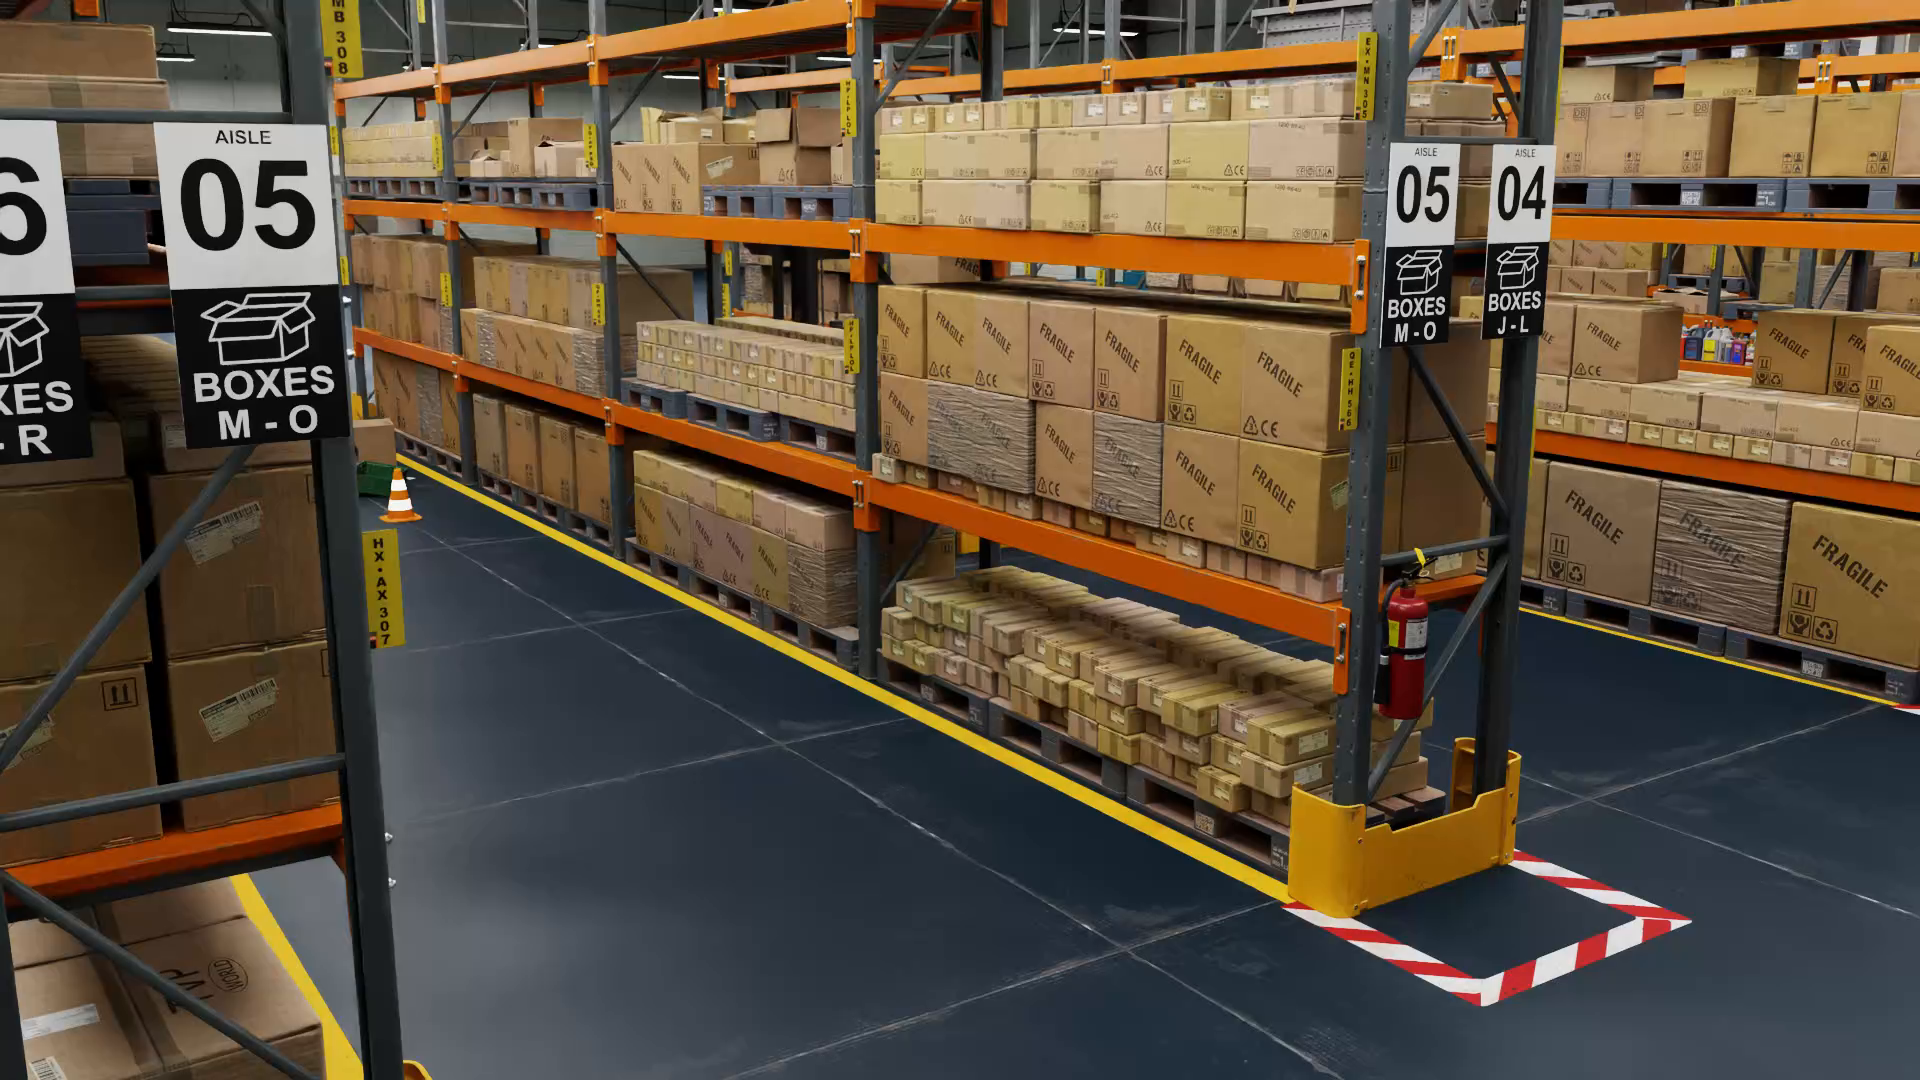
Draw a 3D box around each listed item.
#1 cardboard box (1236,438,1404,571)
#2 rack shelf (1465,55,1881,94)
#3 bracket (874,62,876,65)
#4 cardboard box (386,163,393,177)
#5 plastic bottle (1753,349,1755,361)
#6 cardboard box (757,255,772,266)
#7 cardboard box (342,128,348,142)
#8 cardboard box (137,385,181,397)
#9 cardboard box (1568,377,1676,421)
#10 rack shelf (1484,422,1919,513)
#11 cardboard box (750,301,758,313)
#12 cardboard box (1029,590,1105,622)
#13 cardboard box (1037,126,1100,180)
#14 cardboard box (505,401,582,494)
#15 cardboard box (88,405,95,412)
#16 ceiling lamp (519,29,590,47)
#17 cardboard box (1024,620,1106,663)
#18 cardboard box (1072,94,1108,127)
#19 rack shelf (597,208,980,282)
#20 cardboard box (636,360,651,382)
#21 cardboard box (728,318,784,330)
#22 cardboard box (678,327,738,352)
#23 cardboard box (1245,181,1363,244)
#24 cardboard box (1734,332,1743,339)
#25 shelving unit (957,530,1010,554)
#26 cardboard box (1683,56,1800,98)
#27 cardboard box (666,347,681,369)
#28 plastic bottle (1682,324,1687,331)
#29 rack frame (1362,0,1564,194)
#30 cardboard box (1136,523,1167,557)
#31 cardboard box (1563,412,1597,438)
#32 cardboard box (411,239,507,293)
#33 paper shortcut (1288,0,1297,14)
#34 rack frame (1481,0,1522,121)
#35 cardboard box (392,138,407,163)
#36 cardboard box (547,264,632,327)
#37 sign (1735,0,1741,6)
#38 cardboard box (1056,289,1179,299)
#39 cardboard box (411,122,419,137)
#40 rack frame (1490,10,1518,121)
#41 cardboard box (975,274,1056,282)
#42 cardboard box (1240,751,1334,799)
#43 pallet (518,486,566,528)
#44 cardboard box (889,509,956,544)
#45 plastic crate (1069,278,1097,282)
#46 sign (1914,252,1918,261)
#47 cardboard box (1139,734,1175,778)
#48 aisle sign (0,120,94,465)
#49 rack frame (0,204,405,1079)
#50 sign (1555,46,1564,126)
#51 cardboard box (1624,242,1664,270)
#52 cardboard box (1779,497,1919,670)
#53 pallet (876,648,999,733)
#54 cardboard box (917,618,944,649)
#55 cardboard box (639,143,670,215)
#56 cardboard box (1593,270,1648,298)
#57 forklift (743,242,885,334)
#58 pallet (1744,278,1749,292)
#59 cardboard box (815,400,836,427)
[{"bbox_3d":[1.568,-0.187,7.266,0.500,0.500,0.500,-8,15,-32],"label":"cardboard box"},{"bbox_3d":[7.015,-4.550,16.724,1.077,0.370,4.000,-8,15,-33],"label":"rack shelf"},{"bbox_3d":[-2.533,-13.937,48.602,0.235,0.232,0.430,-8,15,-33],"label":"bracket"},{"bbox_3d":[-5.932,-3.973,17.856,0.380,0.149,0.250,-8,15,-33],"label":"cardboard box"},{"bbox_3d":[7.636,-1.781,15.777,0.152,0.276,0.135,-8,15,-33],"label":"plastic bottle"},{"bbox_3d":[-2.299,-3.821,21.542,0.500,0.500,0.500,-8,15,-33],"label":"cardboard box"},{"bbox_3d":[-6.914,-4.678,19.216,0.380,0.149,0.250,-8,15,-32],"label":"cardboard box"},{"bbox_3d":[-2.253,-0.388,5.020,0.380,0.149,0.250,-8,14,-31],"label":"cardboard box"},{"bbox_3d":[4.605,-1.001,11.572,0.500,0.250,0.500,-8,14,-31],"label":"cardboard box"},{"bbox_3d":[5.108,-0.517,11.388,1.077,0.370,4.000,-8,15,-33],"label":"rack shelf"},{"bbox_3d":[-2.567,-3.110,22.149,0.380,0.149,0.250,-8,15,-33],"label":"cardboard box"},{"bbox_3d":[0.626,0.414,9.745,0.380,0.149,0.250,-8,14,-31],"label":"cardboard box"},{"bbox_3d":[0.728,-1.905,8.211,0.500,0.250,0.500,-9,15,-35],"label":"cardboard box"},{"bbox_3d":[-3.667,-0.912,15.794,1.050,0.750,0.750,-8,15,-33],"label":"cardboard box"},{"bbox_3d":[-2.560,-0.276,4.511,0.380,0.149,0.250,-8,15,-32],"label":"cardboard box"},{"bbox_3d":[-8.843,-12.449,36.563,2.000,3.185,0.800,-8,15,-33],"label":"ceiling lamp"},{"bbox_3d":[0.574,0.560,9.076,0.380,0.149,0.250,-9,15,-35],"label":"cardboard box"},{"bbox_3d":[0.768,-2.075,8.056,0.380,0.149,0.250,-9,15,-34],"label":"cardboard box"},{"bbox_3d":[-1.293,-2.125,11.718,1.077,0.370,4.000,-8,15,-33],"label":"rack shelf"},{"bbox_3d":[-2.321,-1.345,13.097,0.380,0.149,0.250,-8,15,-34],"label":"cardboard box"},{"bbox_3d":[-1.611,-1.661,13.151,0.380,0.149,0.250,-8,15,-33],"label":"cardboard box"},{"bbox_3d":[-1.877,-1.495,12.391,0.380,0.149,0.250,-9,15,-35],"label":"cardboard box"},{"bbox_3d":[1.559,-1.385,7.004,0.500,0.250,0.500,-8,15,-34],"label":"cardboard box"},{"bbox_3d":[12.688,-3.185,26.724,0.700,0.500,0.500,-8,15,-34],"label":"cardboard box"},{"bbox_3d":[-0.042,-0.746,14.264,0.587,1.500,1.083,-8,15,-33],"label":"shelving unit"},{"bbox_3d":[5.105,-3.008,10.866,0.500,0.250,0.500,-9,15,-35],"label":"cardboard box"},{"bbox_3d":[-1.998,-1.389,12.602,0.380,0.149,0.250,-9,15,-35],"label":"cardboard box"},{"bbox_3d":[7.501,-2.105,17.266,0.097,0.271,0.097,0,12,0],"label":"plastic bottle"},{"bbox_3d":[2.031,-2.874,6.441,1.000,3.000,0.127,-8,15,-33],"label":"rack frame"},{"bbox_3d":[1.075,-0.030,8.065,0.380,0.149,0.250,-9,15,-35],"label":"cardboard box"},{"bbox_3d":[4.468,-0.824,11.695,0.380,0.149,0.250,-8,15,-34],"label":"cardboard box"},{"bbox_3d":[-5.379,-2.945,17.926,0.875,0.550,0.550,-8,15,-33],"label":"cardboard box"},{"bbox_3d":[2.953,-4.761,14.745,0.009,0.170,0.078,-20,52,-29],"label":"paper shortcut"},{"bbox_3d":[7.817,-6.749,24.162,1.000,3.000,0.127,-8,15,-33],"label":"rack frame"},{"bbox_3d":[-5.659,-4.105,17.530,0.500,0.250,0.500,-8,15,-33],"label":"cardboard box"},{"bbox_3d":[-3.209,-2.165,14.668,0.700,0.500,0.500,-8,15,-34],"label":"cardboard box"},{"bbox_3d":[9.573,-6.505,20.488,0.100,0.325,0.005,-8,15,-33],"label":"sign"},{"bbox_3d":[0.863,-1.102,9.108,0.500,0.500,0.500,-8,14,-31],"label":"cardboard box"},{"bbox_3d":[-5.364,-4.181,16.942,0.380,0.149,0.250,-8,15,-33],"label":"cardboard box"},{"bbox_3d":[9.722,-8.048,30.099,1.000,3.000,0.127,-8,15,-33],"label":"rack frame"},{"bbox_3d":[0.605,-2.605,18.028,0.797,0.503,0.637,-6,14,-27],"label":"cardboard box"},{"bbox_3d":[1.501,1.039,7.585,0.380,0.149,0.250,-9,15,-34],"label":"cardboard box"},{"bbox_3d":[-3.447,-0.370,15.559,1.003,0.211,1.213,-8,15,-33],"label":"pallet"},{"bbox_3d":[-0.374,-0.168,11.221,0.500,0.250,0.500,-9,15,-35],"label":"cardboard box"},{"bbox_3d":[2.001,-3.818,25.148,0.499,0.251,0.616,-8,15,-33],"label":"plastic crate"},{"bbox_3d":[13.708,-4.155,23.817,0.100,0.325,0.005,-8,15,-33],"label":"sign"},{"bbox_3d":[1.117,1.042,8.267,0.380,0.149,0.250,-8,15,-32],"label":"cardboard box"},{"bbox_3d":[-2.252,-0.560,3.817,0.394,0.787,0.004,-8,15,-33],"label":"aisle sign"},{"bbox_3d":[-2.034,0.660,4.321,1.000,3.000,0.127,-8,15,-33],"label":"rack frame"},{"bbox_3d":[2.483,-1.900,6.962,0.100,0.325,0.005,-8,15,-33],"label":"sign"},{"bbox_3d":[11.419,-4.756,27.638,0.500,0.500,0.500,-8,15,-33],"label":"cardboard box"},{"bbox_3d":[5.795,0.216,10.344,0.875,0.875,0.875,-8,15,-33],"label":"cardboard box"},{"bbox_3d":[0.217,0.823,10.106,1.003,0.211,1.213,-8,15,-33],"label":"pallet"},{"bbox_3d":[-0.036,0.524,9.938,0.380,0.149,0.250,-8,15,-32],"label":"cardboard box"},{"bbox_3d":[-2.023,-2.659,12.246,0.500,0.500,0.500,-8,15,-33],"label":"cardboard box"},{"bbox_3d":[9.090,-3.453,22.894,0.500,0.500,0.500,-9,15,-36],"label":"cardboard box"},{"bbox_3d":[-1.454,-1.980,16.555,1.130,2.935,3.031,-8,15,-31],"label":"forklift"},{"bbox_3d":[13.024,-3.948,25.842,1.003,0.211,1.213,-8,15,-33],"label":"pallet"},{"bbox_3d":[-0.714,-0.831,10.744,0.380,0.149,0.250,-8,15,-32],"label":"cardboard box"}]
